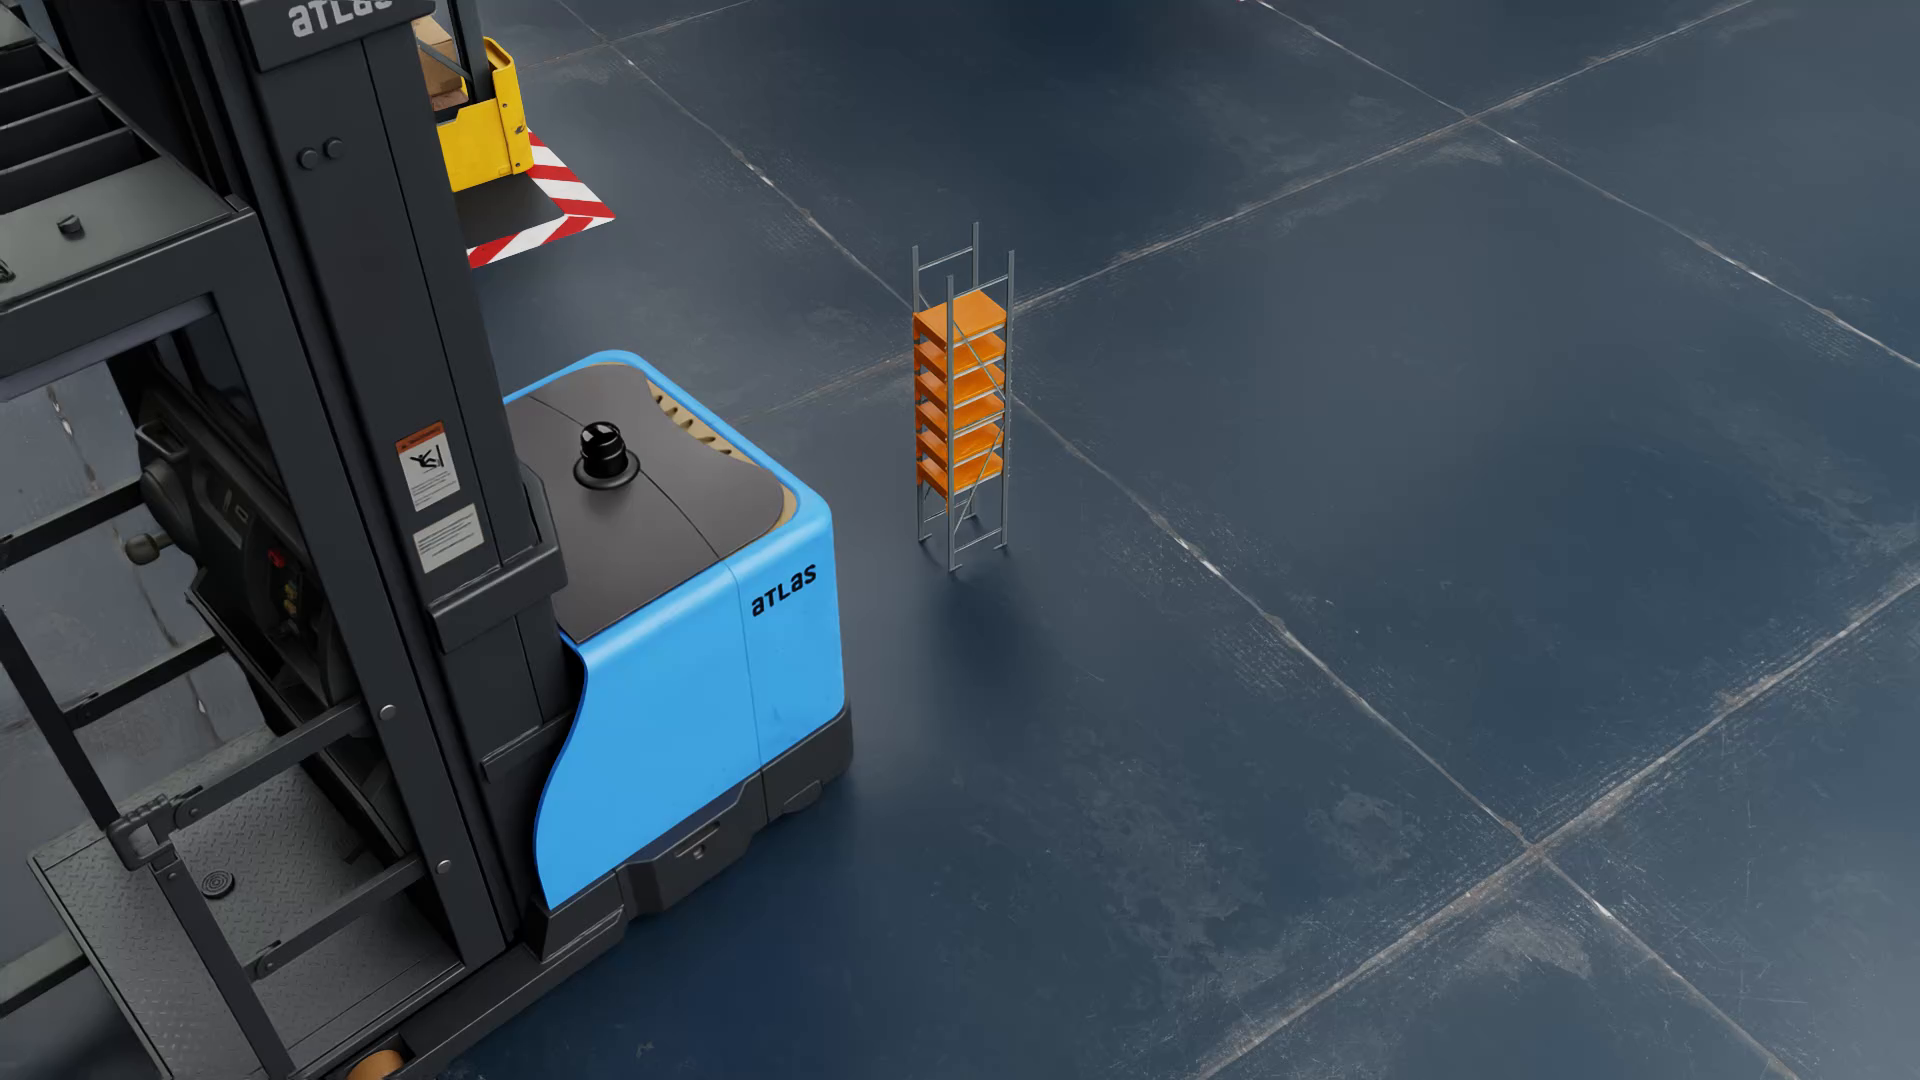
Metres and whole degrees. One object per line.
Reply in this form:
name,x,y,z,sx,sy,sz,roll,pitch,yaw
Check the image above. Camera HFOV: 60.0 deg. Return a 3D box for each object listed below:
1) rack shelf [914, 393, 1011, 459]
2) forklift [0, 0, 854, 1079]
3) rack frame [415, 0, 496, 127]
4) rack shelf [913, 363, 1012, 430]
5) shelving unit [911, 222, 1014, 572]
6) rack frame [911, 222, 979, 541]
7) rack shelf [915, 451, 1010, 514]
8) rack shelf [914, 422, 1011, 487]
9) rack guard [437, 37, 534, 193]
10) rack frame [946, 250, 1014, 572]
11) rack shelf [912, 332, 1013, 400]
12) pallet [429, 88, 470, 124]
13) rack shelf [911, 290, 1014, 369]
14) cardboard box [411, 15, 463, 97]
rack shelf,0.008,-0.394,5.358,0.258,0.103,0.180,-26,49,-24
forklift,-1.740,0.078,3.545,3.031,2.935,1.130,-33,53,-30
rack frame,-2.495,-2.655,6.358,1.000,3.000,0.127,-26,49,-24
rack shelf,0.008,-0.480,5.275,0.258,0.103,0.180,-26,49,-24
shelving unit,0.008,-0.426,5.327,0.258,1.200,0.189,-26,49,-24
rack frame,-0.044,-0.478,5.381,0.240,1.200,0.006,-26,49,-24
rack shelf,0.008,-0.220,5.524,0.258,0.103,0.180,-26,49,-24
rack shelf,0.008,-0.307,5.441,0.258,0.103,0.180,-26,49,-24
rack guard,-2.482,-1.737,7.207,1.175,0.500,0.348,-26,49,-24
rack frame,0.061,-0.374,5.273,0.240,1.200,0.006,-26,49,-24
rack shelf,0.008,-0.567,5.192,0.258,0.103,0.180,-26,49,-24
pallet,-2.967,-2.063,7.758,1.003,0.211,1.213,-26,49,-24
rack shelf,0.008,-0.654,5.109,0.258,0.103,0.180,-26,49,-24
cardboard box,-2.620,-2.204,7.573,0.500,0.250,0.500,-26,49,-24
